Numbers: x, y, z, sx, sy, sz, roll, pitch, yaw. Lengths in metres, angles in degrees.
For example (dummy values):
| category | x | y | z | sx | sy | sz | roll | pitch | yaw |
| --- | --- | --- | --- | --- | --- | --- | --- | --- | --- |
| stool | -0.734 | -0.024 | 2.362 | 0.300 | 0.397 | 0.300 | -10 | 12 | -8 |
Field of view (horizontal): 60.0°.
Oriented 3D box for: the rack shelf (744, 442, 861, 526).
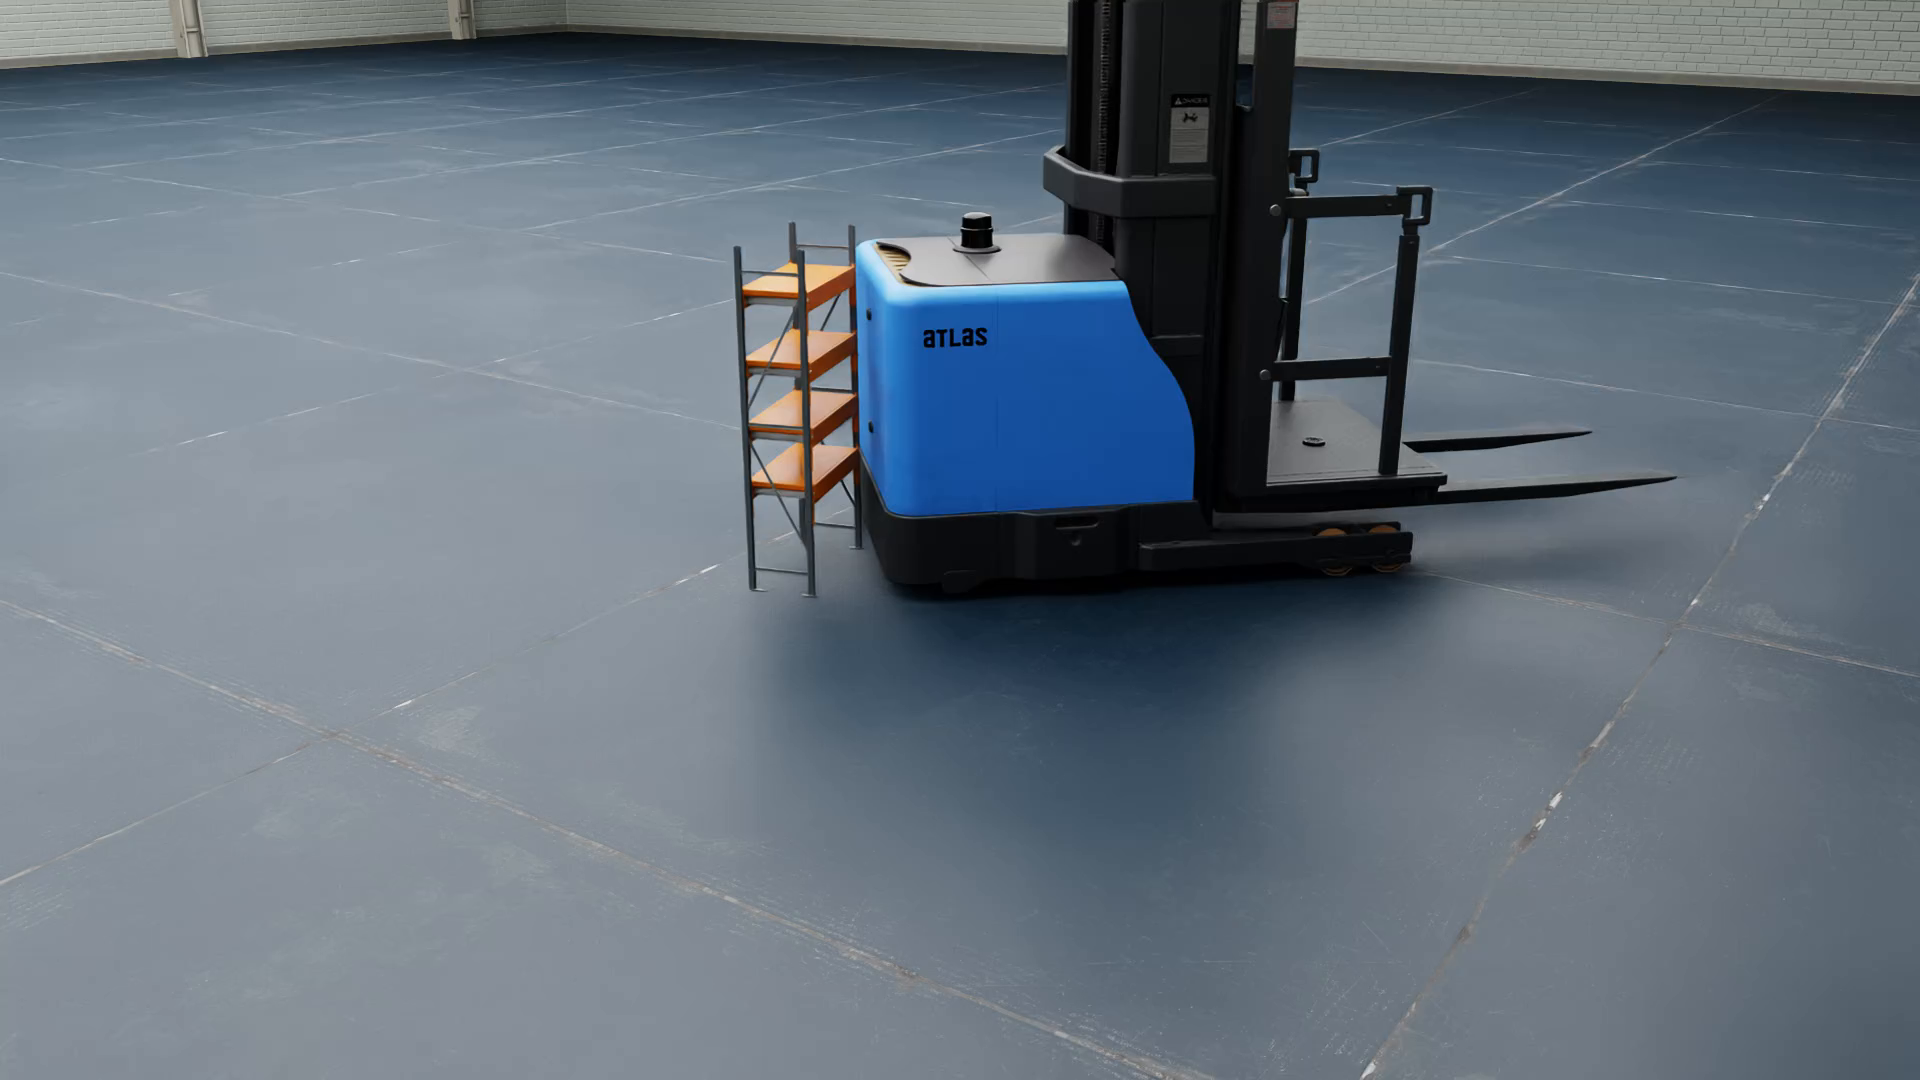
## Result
| category | x | y | z | sx | sy | sz | roll | pitch | yaw |
| --- | --- | --- | --- | --- | --- | --- | --- | --- | --- |
| rack shelf | -0.548 | -0.207 | 5.862 | 0.258 | 0.148 | 0.480 | 6 | 21 | 15 |

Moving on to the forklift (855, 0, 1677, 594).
| category | x | y | z | sx | sy | sz | roll | pitch | yaw |
| --- | --- | --- | --- | --- | --- | --- | --- | --- | --- |
| forklift | 1.157 | -1.422 | 5.886 | 3.031 | 2.935 | 1.130 | -4 | 21 | -10 |

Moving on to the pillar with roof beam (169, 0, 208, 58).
| category | x | y | z | sx | sy | sz | roll | pitch | yaw |
| --- | --- | --- | --- | --- | --- | --- | --- | --- | --- |
| pillar with roof beam | -9.912 | -11.867 | 25.375 | 9.100 | 9.000 | 0.400 | 13 | 24 | 32 |

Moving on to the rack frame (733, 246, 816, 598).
| category | x | y | z | sx | sy | sz | roll | pitch | yaw |
| --- | --- | --- | --- | --- | --- | --- | --- | --- | --- |
| rack frame | -0.615 | -0.375 | 5.550 | 0.240 | 1.200 | 0.015 | 6 | 21 | 15 |

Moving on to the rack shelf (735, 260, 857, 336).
| category | x | y | z | sx | sy | sz | roll | pitch | yaw |
| --- | --- | --- | --- | --- | --- | --- | --- | --- | --- |
| rack shelf | -0.548 | -0.825 | 5.634 | 0.258 | 0.148 | 0.480 | 6 | 21 | 15 |

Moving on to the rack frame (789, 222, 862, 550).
| category | x | y | z | sx | sy | sz | roll | pitch | yaw |
| --- | --- | --- | --- | --- | --- | --- | --- | --- | --- |
| rack frame | -0.481 | -0.538 | 5.990 | 0.240 | 1.200 | 0.015 | 6 | 21 | 15 |

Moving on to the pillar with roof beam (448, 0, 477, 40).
| category | x | y | z | sx | sy | sz | roll | pitch | yaw |
| --- | --- | --- | --- | --- | --- | --- | --- | --- | --- |
| pillar with roof beam | -6.539 | -13.588 | 30.029 | 9.100 | 9.000 | 0.400 | 13 | 24 | 32 |

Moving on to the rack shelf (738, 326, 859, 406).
| category | x | y | z | sx | sy | sz | roll | pitch | yaw |
| --- | --- | --- | --- | --- | --- | --- | --- | --- | --- |
| rack shelf | -0.548 | -0.603 | 5.716 | 0.258 | 0.148 | 0.480 | 6 | 21 | 15 |

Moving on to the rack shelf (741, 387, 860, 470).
| category | x | y | z | sx | sy | sz | roll | pitch | yaw |
| --- | --- | --- | --- | --- | --- | --- | --- | --- | --- |
| rack shelf | -0.548 | -0.394 | 5.793 | 0.258 | 0.148 | 0.480 | 6 | 21 | 15 |

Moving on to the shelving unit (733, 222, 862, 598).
| category | x | y | z | sx | sy | sz | roll | pitch | yaw |
| --- | --- | --- | --- | --- | --- | --- | --- | --- | --- |
| shelving unit | -0.548 | -0.457 | 5.770 | 0.258 | 1.200 | 0.503 | 6 | 21 | 15 |
